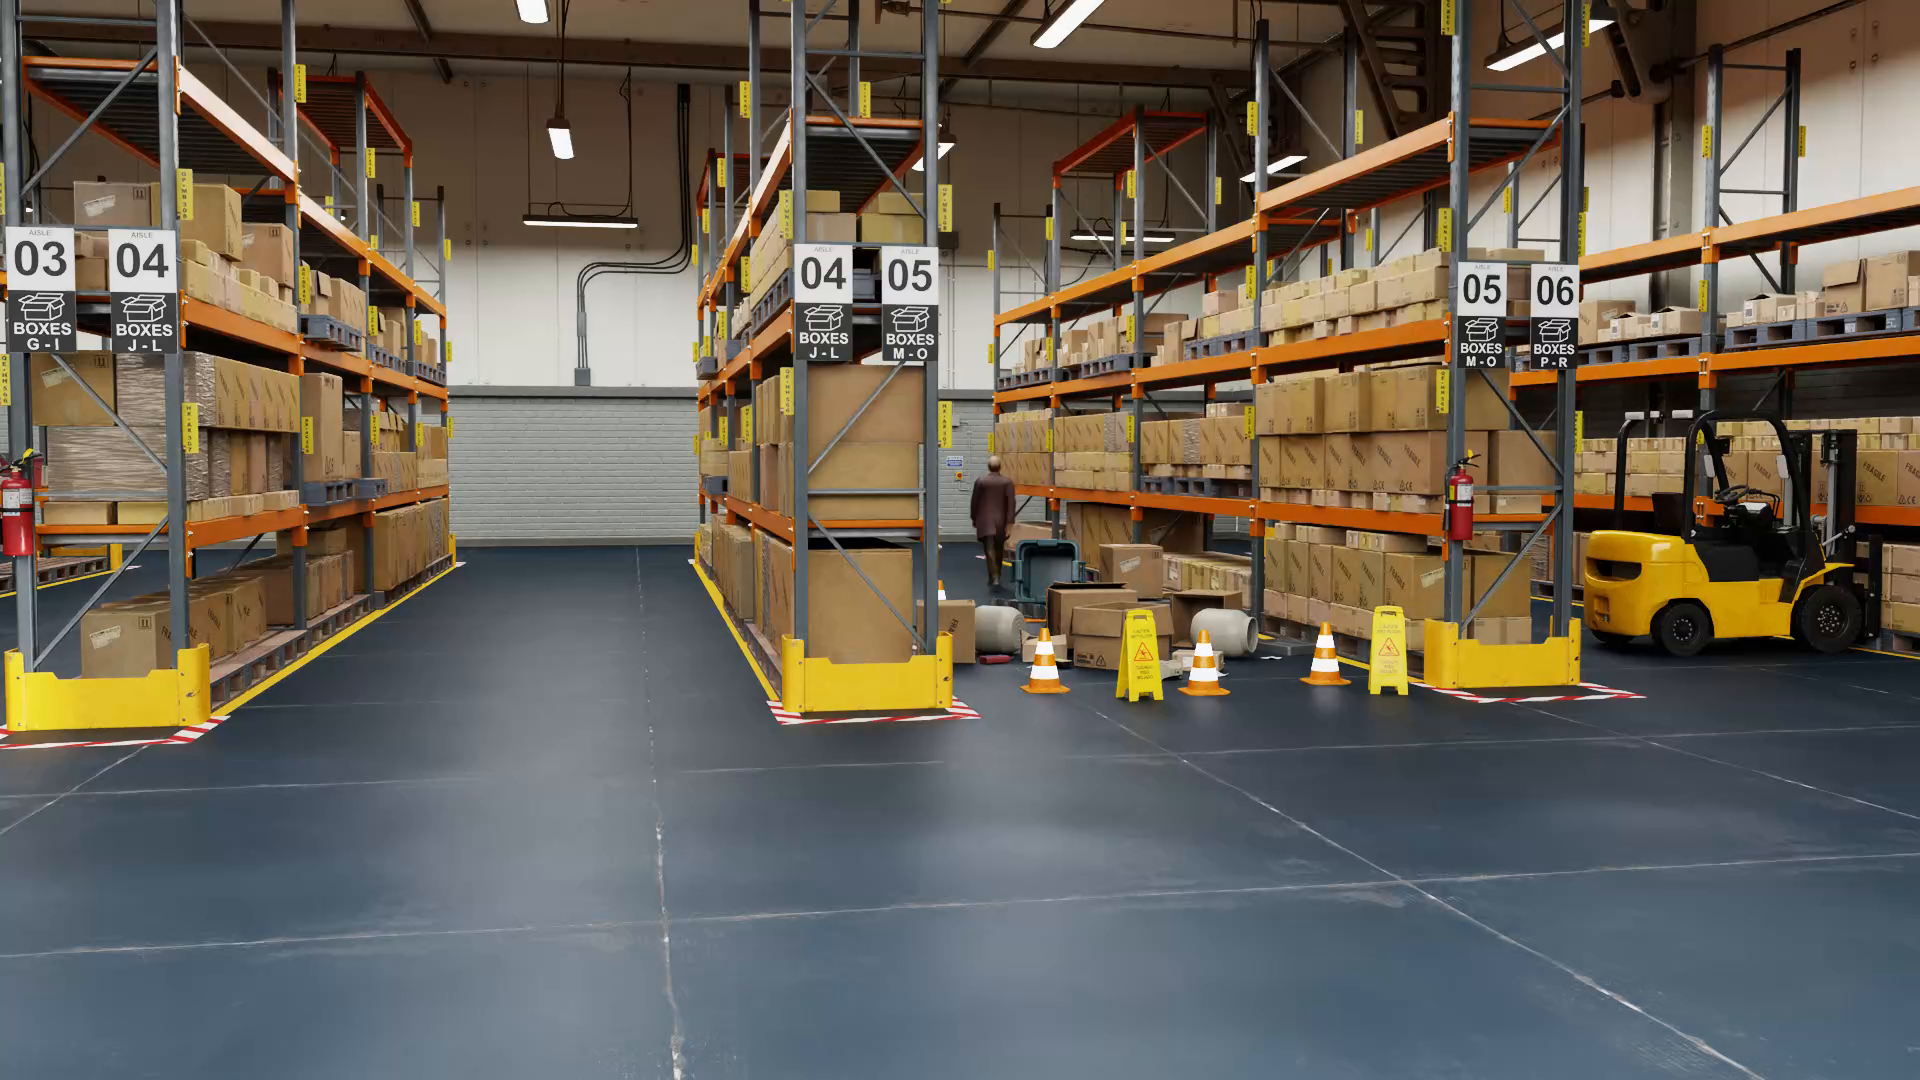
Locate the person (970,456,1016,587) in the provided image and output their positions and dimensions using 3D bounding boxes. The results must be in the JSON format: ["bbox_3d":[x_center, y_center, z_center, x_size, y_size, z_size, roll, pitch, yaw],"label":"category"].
[{"bbox_3d":[0.419,-0.247,21.873,0.563,1.719,1.124,0,3,-10],"label":"person"}]
